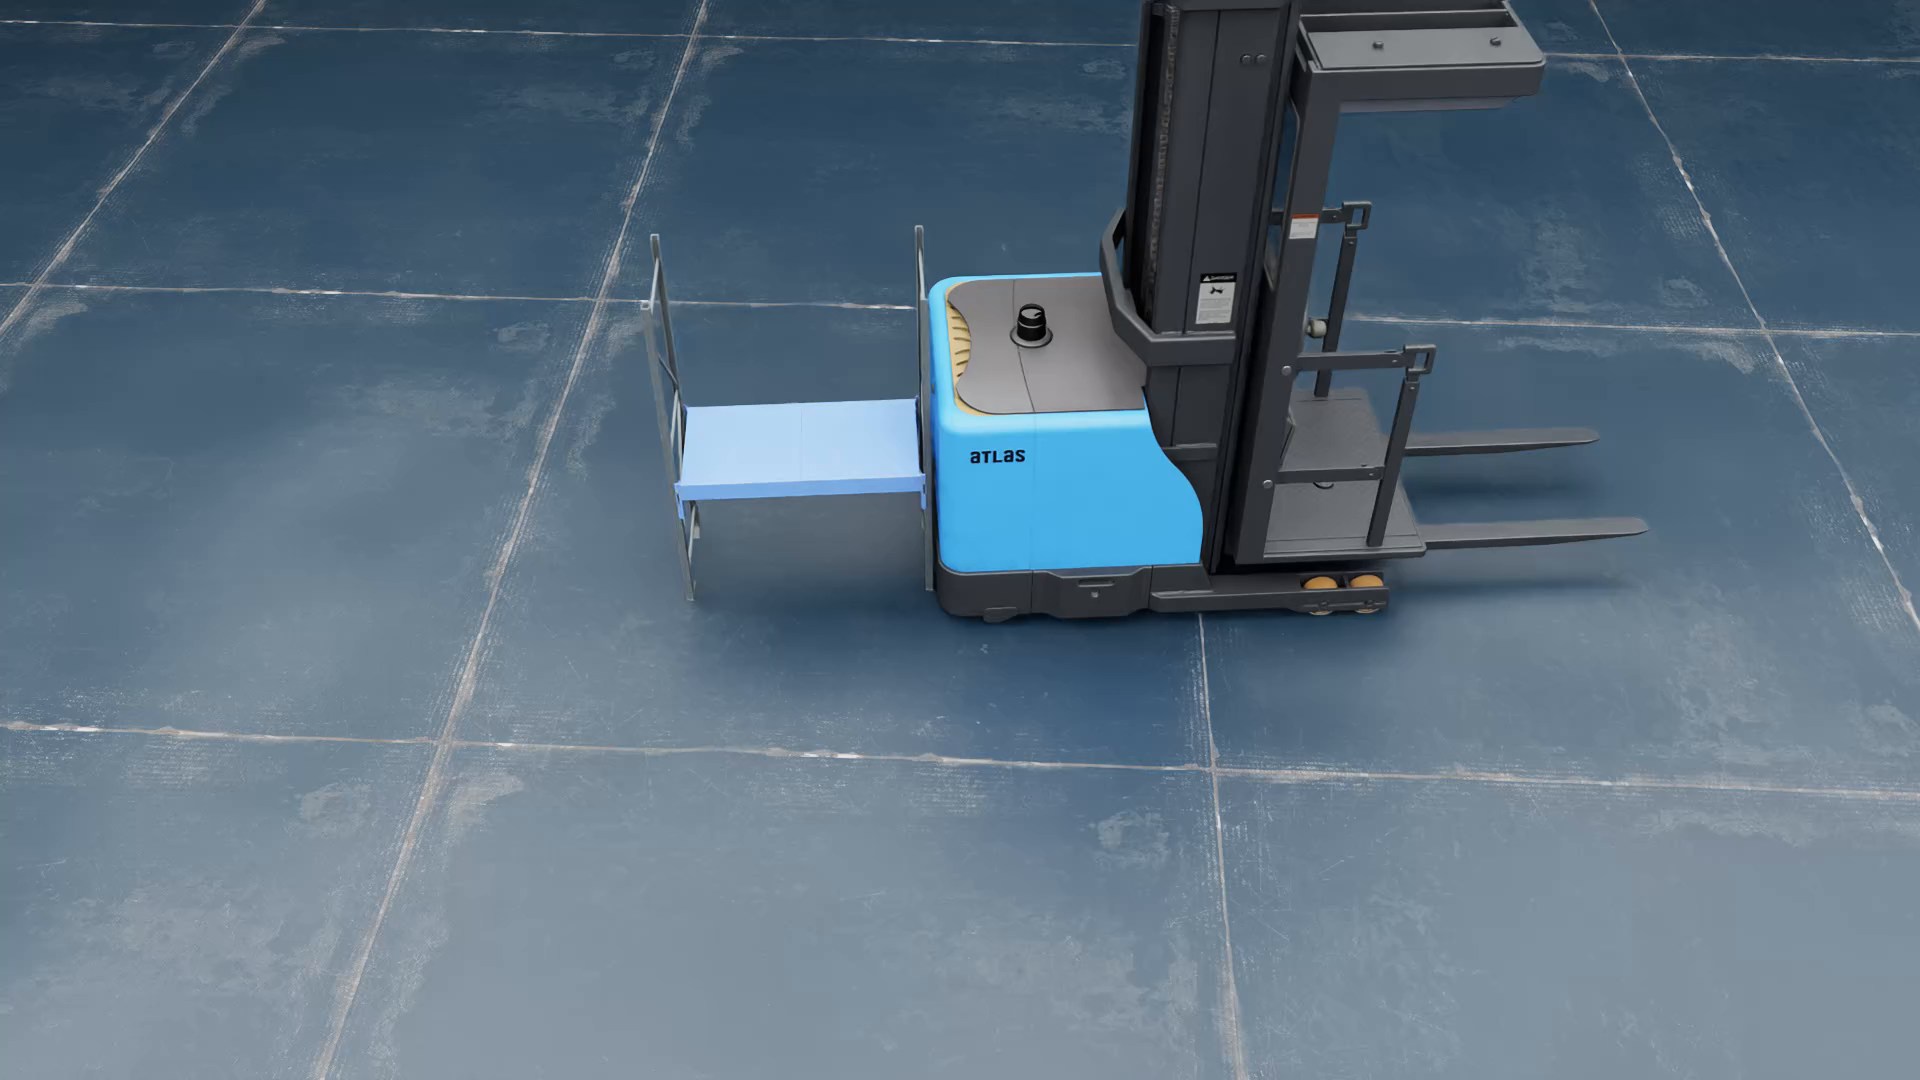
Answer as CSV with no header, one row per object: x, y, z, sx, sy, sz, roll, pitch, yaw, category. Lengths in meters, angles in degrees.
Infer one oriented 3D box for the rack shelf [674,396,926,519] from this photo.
-0.651,-0.347,6.872,1.000,0.185,0.538,-2,43,-3,rack shelf

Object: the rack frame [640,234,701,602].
-1.159,-0.458,6.727,0.032,1.500,0.500,-2,43,-3,rack frame

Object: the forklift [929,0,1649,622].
1.396,-1.117,6.384,3.031,2.935,1.130,-2,43,-3,forklift

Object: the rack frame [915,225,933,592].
-0.144,-0.500,6.771,0.032,1.500,0.500,-2,43,-3,rack frame

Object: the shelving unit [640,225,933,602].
-0.651,-0.479,6.749,1.048,1.500,0.538,-2,43,-3,shelving unit
